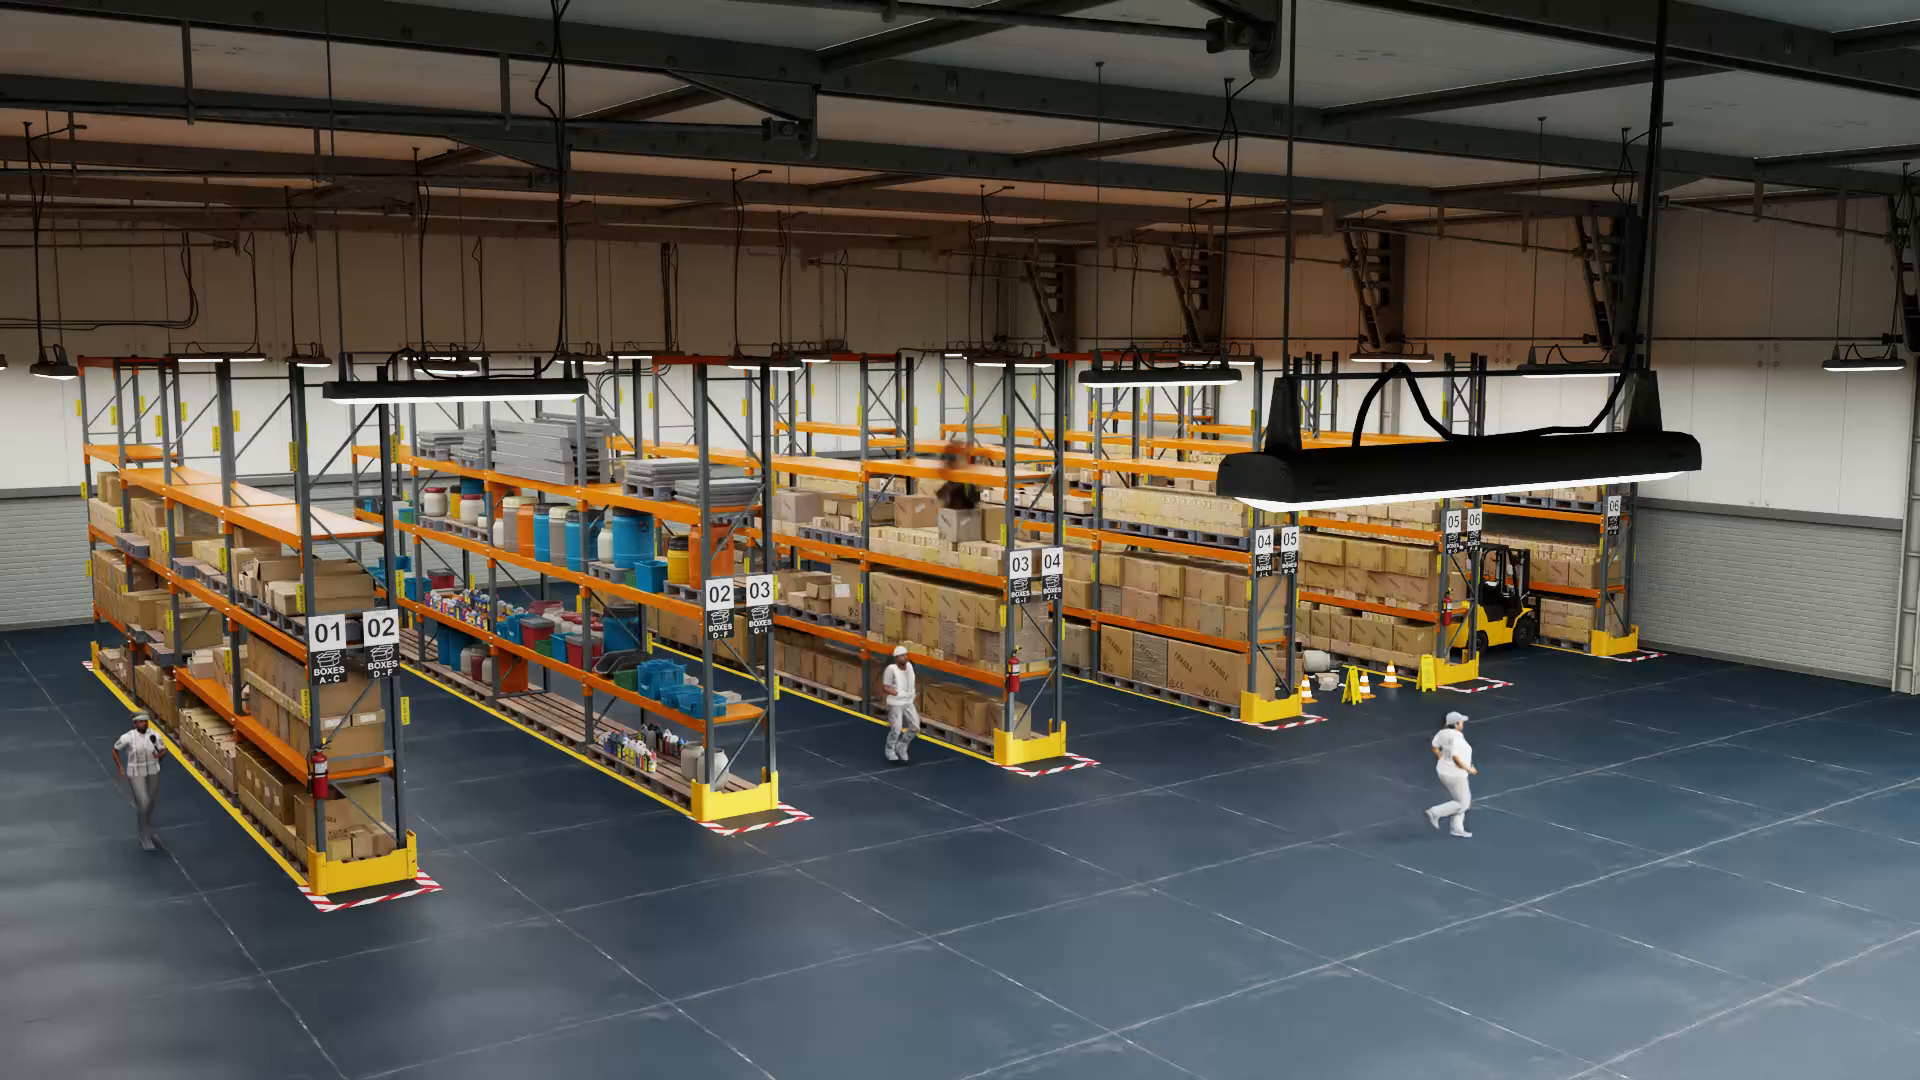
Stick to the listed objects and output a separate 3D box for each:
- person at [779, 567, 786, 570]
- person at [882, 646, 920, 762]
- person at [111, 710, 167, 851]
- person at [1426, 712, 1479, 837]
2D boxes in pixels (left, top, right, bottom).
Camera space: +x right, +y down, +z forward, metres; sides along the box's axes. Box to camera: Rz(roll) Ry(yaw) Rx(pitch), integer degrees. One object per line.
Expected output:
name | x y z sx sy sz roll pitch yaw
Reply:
person | -3.645 1.340 34.768 0.518 1.558 0.548 -5 9 -37
person | -0.841 2.456 24.791 0.696 1.775 0.664 -6 9 -39
person | -10.229 2.974 20.819 0.777 1.756 0.547 6 9 40
person | 6.212 2.987 21.102 0.685 1.643 0.608 -1 7 -10
